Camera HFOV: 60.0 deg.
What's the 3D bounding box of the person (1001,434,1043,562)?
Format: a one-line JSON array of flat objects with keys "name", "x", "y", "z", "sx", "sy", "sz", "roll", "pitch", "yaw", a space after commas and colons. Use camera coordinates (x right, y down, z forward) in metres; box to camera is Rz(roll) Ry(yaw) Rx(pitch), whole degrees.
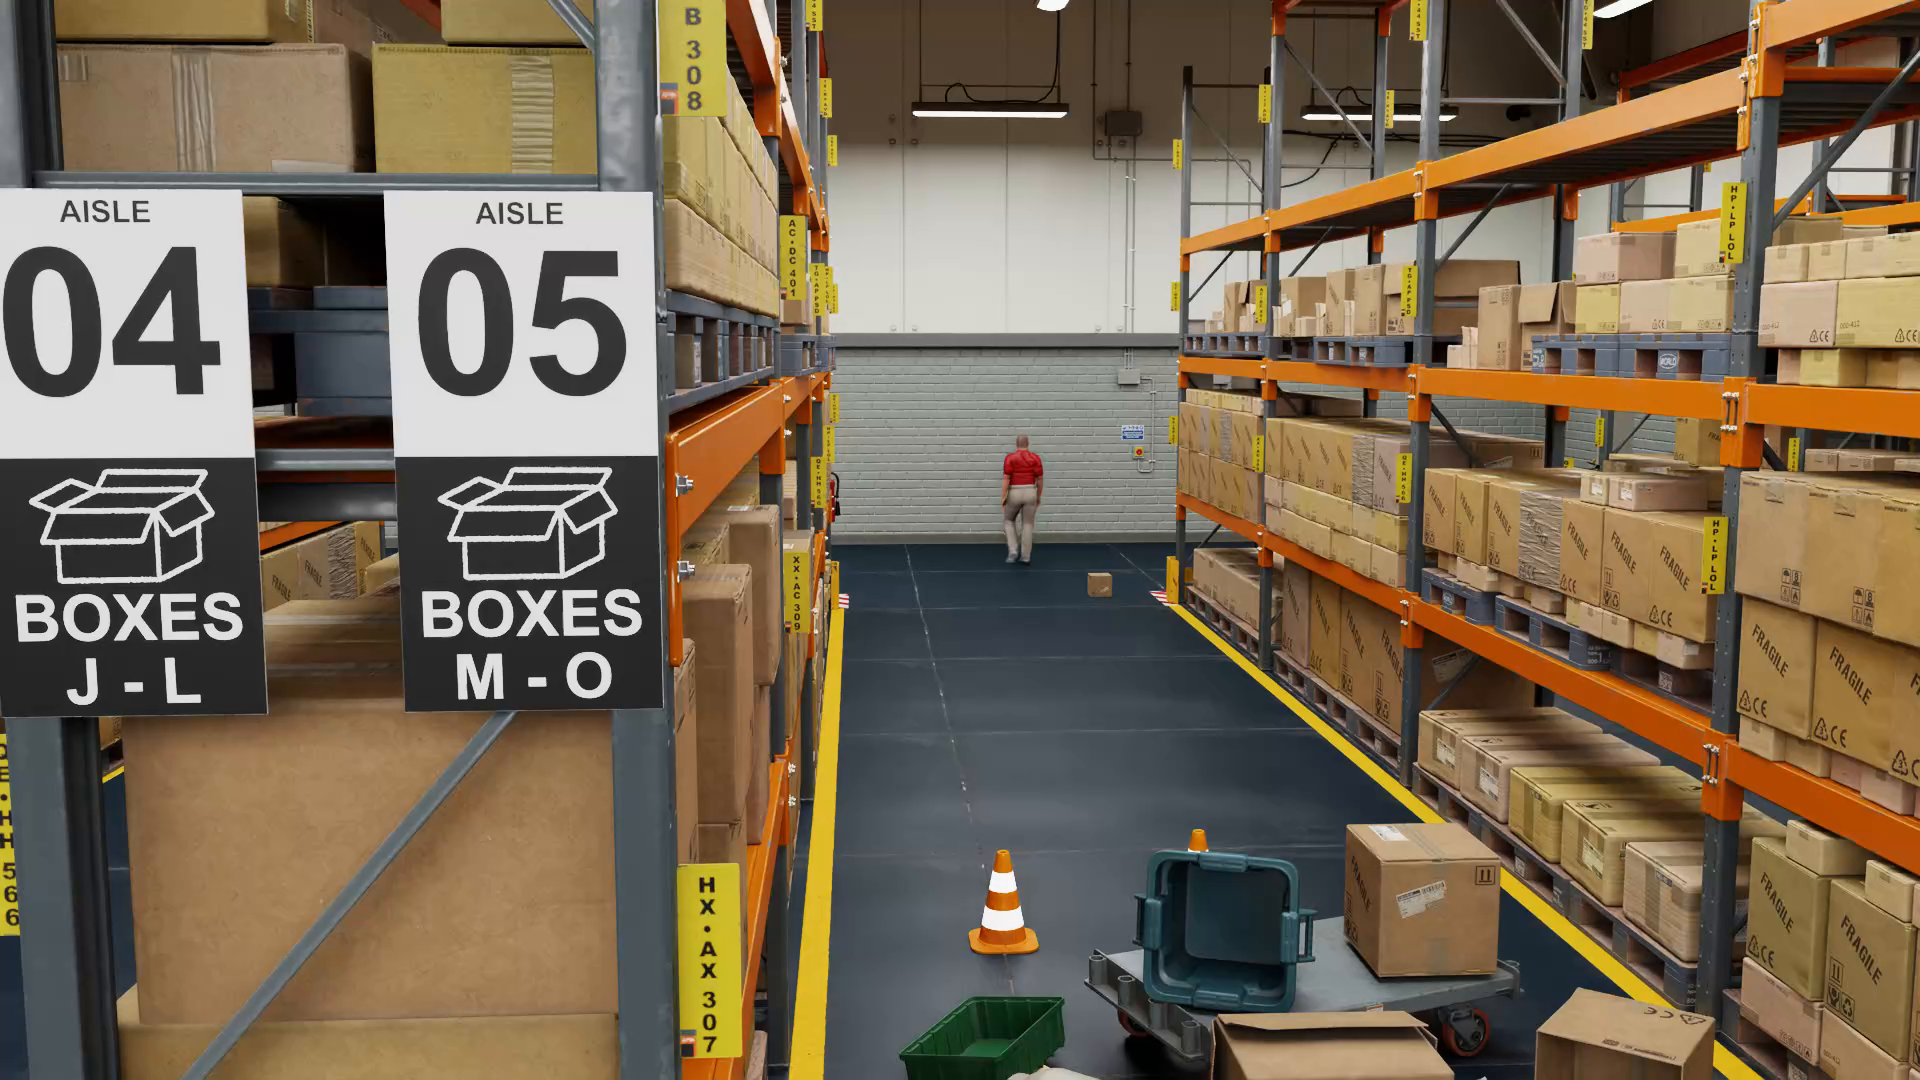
[{"name": "person", "x": 0.830, "y": -0.523, "z": 22.359, "sx": 0.577, "sy": 1.805, "sz": 0.509, "roll": 0, "pitch": 7, "yaw": -3}]
